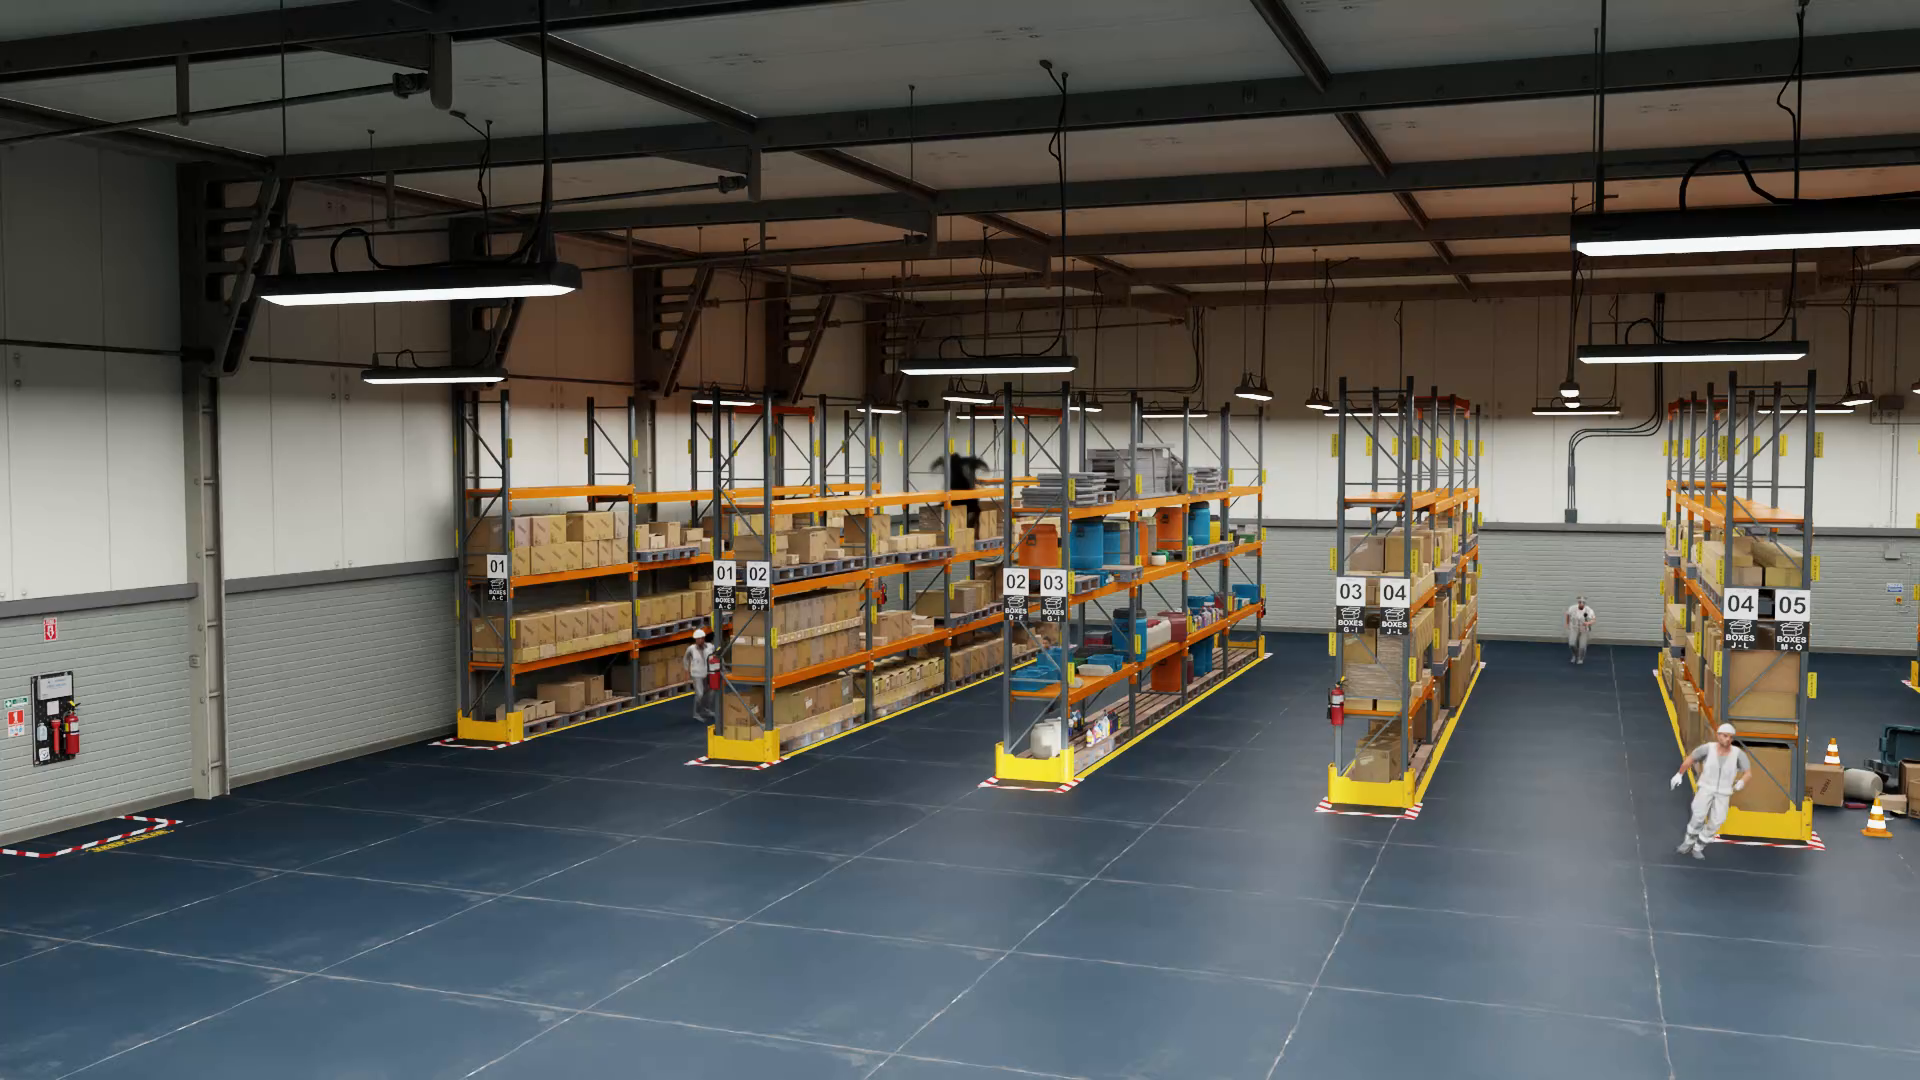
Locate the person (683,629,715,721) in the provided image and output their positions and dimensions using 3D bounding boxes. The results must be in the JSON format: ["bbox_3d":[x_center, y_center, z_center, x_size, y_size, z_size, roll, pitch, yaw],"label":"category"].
[{"bbox_3d":[-4.721,2.496,30.631,0.667,1.739,0.838,-2,4,-31],"label":"person"}]

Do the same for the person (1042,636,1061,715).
[{"bbox_3d":[1.838,2.519,31.374,0.614,1.504,0.994,2,4,36],"label":"person"}]

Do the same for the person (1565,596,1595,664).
[{"bbox_3d":[14.310,2.087,38.407,0.677,1.628,0.892,1,3,23],"label":"person"}]

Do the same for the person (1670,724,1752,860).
[{"bbox_3d":[9.141,3.067,20.164,0.858,1.702,0.669,1,3,11],"label":"person"}]
